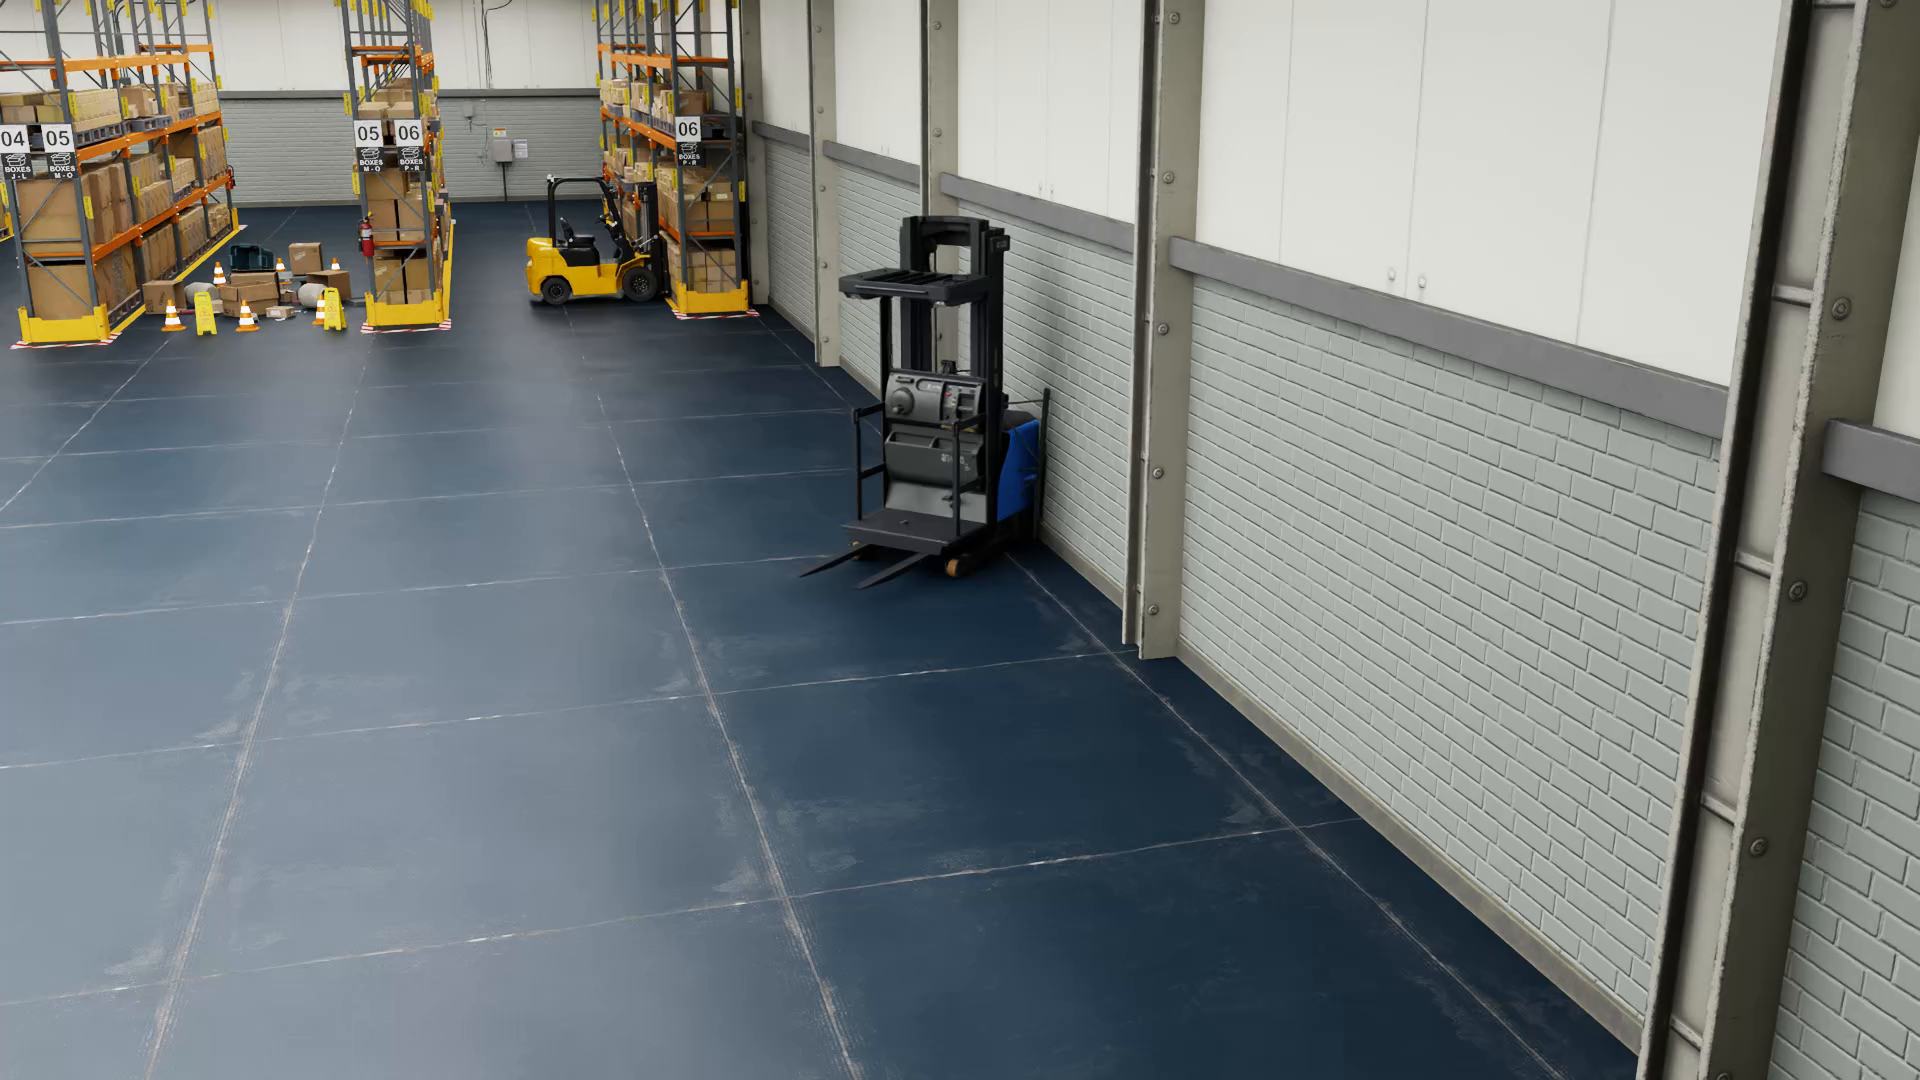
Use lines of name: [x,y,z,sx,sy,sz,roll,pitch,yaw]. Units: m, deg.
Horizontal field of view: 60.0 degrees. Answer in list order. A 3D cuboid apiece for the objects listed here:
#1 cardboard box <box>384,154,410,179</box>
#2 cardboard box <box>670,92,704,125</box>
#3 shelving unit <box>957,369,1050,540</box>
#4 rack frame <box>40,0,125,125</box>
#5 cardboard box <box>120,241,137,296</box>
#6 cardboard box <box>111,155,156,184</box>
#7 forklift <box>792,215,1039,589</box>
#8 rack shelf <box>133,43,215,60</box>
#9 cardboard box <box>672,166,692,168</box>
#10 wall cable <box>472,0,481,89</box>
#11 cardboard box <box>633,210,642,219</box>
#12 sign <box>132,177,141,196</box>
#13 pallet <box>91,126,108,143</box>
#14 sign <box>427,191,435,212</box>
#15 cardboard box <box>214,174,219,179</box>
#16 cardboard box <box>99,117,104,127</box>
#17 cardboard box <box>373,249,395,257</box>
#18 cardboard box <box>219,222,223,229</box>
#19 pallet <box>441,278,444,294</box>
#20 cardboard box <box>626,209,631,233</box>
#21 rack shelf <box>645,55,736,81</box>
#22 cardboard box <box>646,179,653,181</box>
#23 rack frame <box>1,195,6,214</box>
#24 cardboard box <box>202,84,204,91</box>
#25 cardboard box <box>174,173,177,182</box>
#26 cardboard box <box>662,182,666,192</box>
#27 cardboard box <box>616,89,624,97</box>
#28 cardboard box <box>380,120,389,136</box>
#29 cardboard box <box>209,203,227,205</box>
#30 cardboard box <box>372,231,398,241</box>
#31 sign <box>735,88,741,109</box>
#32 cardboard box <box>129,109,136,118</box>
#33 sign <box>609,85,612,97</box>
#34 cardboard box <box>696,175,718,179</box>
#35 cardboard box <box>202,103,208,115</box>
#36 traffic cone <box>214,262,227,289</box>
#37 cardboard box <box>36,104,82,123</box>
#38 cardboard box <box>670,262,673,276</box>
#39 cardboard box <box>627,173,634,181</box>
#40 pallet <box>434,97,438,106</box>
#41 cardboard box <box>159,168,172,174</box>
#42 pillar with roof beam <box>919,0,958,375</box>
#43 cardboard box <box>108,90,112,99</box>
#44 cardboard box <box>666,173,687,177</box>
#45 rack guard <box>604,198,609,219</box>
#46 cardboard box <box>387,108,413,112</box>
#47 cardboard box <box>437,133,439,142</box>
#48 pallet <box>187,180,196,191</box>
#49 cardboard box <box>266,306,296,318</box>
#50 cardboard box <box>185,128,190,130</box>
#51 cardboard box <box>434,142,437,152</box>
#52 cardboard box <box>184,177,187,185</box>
cardboard box: [-10.145,-6.576,29.501,0.700,0.500,0.500,-5,17,-16]
cardboard box: [-4.543,-7.170,27.613,0.500,0.500,0.500,-4,17,-13]
shelving unit: [0.282,-0.803,15.323,0.538,1.500,1.048,-8,25,-27]
rack frame: [-14.789,-8.500,27.905,1.000,3.000,0.127,-5,17,-15]
cardboard box: [-14.684,-4.631,28.416,0.875,0.875,0.875,-4,17,-14]
cardboard box: [-15.635,-6.995,31.412,0.700,0.500,0.500,-5,17,-16]
forklift: [-0.330,-1.229,14.246,1.130,2.935,3.031,9,19,28]
rack shelf: [-17.538,-10.920,37.218,1.077,0.370,4.000,-5,17,-15]
cardboard box: [-5.629,-7.487,33.661,0.380,0.149,0.250,-5,17,-16]
wall cable: [-14.466,-13.848,45.711,2.355,3.000,0.029,-5,17,-15]
cardboard box: [-6.870,-7.050,35.995,0.380,0.149,0.250,-6,18,-18]
sign: [-14.256,-6.124,28.780,0.100,0.325,0.005,-5,17,-15]
pallet: [-14.243,-6.457,26.472,1.003,0.211,1.213,-5,17,-15]
sign: [-8.437,-5.397,26.499,0.100,0.325,0.005,-5,17,-15]
cardboard box: [-17.474,-8.474,38.684,0.380,0.149,0.250,-6,18,-18]
cardboard box: [-13.962,-6.695,26.642,0.380,0.149,0.250,-5,17,-15]
cardboard box: [-9.595,-4.791,27.604,0.380,0.149,0.250,-4,17,-14]
cardboard box: [-17.318,-7.300,38.563,0.380,0.149,0.250,-4,17,-14]
pallet: [-9.839,-4.528,29.956,1.003,0.211,1.213,-5,17,-15]
cardboard box: [-7.279,-7.220,37.687,0.500,0.500,0.500,-5,17,-17]
rack shelf: [-4.737,-8.223,28.930,1.077,0.370,4.000,-5,17,-15]
cardboard box: [-5.815,-6.865,32.280,0.500,0.250,0.500,-5,17,-17]
rack frame: [-22.884,-8.582,38.606,1.000,3.000,0.127,-5,17,-15]
cardboard box: [-17.235,-10.173,37.388,0.380,0.149,0.250,-5,17,-17]
cardboard box: [-16.051,-7.324,33.609,0.380,0.149,0.250,-5,17,-15]
cardboard box: [-5.128,-6.333,29.817,0.380,0.149,0.250,-5,18,-17]
cardboard box: [-7.345,-9.822,36.535,0.380,0.149,0.250,-5,17,-15]
cardboard box: [-9.358,-6.567,26.428,0.500,0.250,0.500,-5,17,-16]
cardboard box: [-17.698,-7.940,39.662,0.380,0.149,0.250,-4,17,-15]
cardboard box: [-9.267,-4.906,26.805,0.380,0.149,0.250,-4,17,-13]
sign: [-3.652,-7.269,27.362,0.100,0.325,0.005,-5,17,-15]
cardboard box: [-14.925,-7.600,29.657,0.380,0.149,0.250,-5,17,-15]
sign: [-8.004,-10.292,38.185,0.100,0.325,0.005,-5,17,-15]
cardboard box: [-4.472,-6.374,29.437,0.380,0.149,0.250,-5,17,-15]
cardboard box: [-17.132,-9.637,37.164,0.500,0.250,0.500,-4,17,-13]
traffic cone: [-13.706,-4.902,30.765,0.336,0.463,0.334,-5,17,-15]
cardboard box: [-13.576,-6.430,25.069,0.500,0.250,0.500,-5,17,-15]
cardboard box: [-4.749,-4.706,28.884,0.500,0.250,0.500,-5,17,-16]
cardboard box: [-6.935,-7.778,35.637,0.380,0.149,0.250,-4,17,-14]
pallet: [-13.142,-10.555,40.115,1.003,0.211,1.213,-5,17,-15]
cardboard box: [-15.906,-7.316,33.065,0.380,0.149,0.250,-5,17,-17]
pillar with roof beam: [-4.353,-4.811,15.623,9.100,9.000,0.400,-5,17,-15]
cardboard box: [-14.245,-7.359,27.466,0.380,0.149,0.250,-5,17,-15]
cardboard box: [-5.054,-6.479,29.786,0.380,0.149,0.250,-5,17,-15]
rack guard: [-8.563,-8.541,42.814,1.175,0.500,0.348,-5,17,-15]
cardboard box: [-8.945,-6.821,26.579,0.380,0.149,0.250,-5,17,-15]
cardboard box: [-12.417,-9.219,38.816,0.500,0.500,0.500,-4,17,-14]
pallet: [-16.918,-7.525,35.420,1.003,0.211,1.213,-5,17,-15]
cardboard box: [-11.261,-3.777,27.565,0.380,0.149,0.250,4,17,13]
cardboard box: [-17.953,-9.185,38.186,0.500,0.500,0.500,-5,17,-16]
cardboard box: [-11.466,-8.256,35.608,0.500,0.500,0.500,-4,17,-14]
cardboard box: [-16.327,-7.466,34.598,0.380,0.149,0.250,-4,17,-13]
